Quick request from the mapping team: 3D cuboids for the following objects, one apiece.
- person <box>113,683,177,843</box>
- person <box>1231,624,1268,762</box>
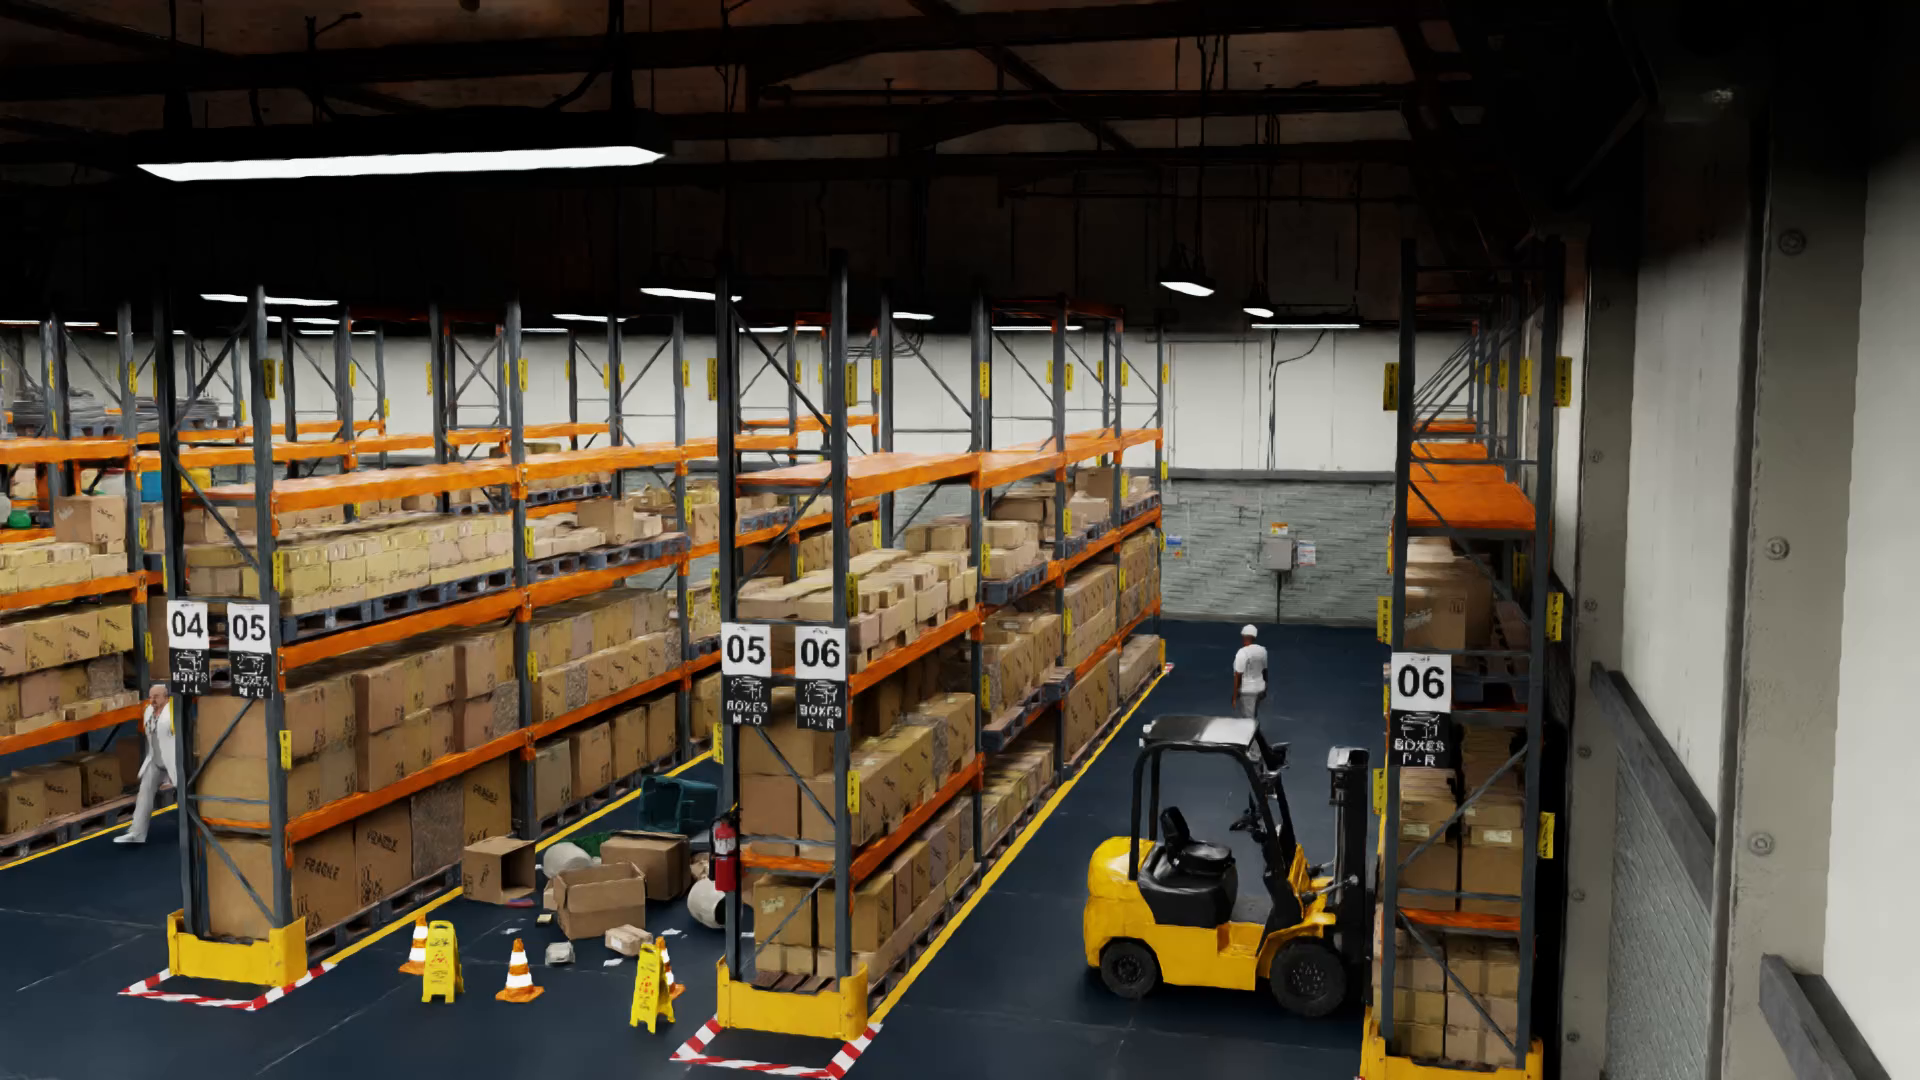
[{"bbox_3d":[-8.648,2.392,18.089,0.588,1.700,1.193,1,6,13],"label":"person"},{"bbox_3d":[3.765,1.973,21.776,0.591,1.763,0.685,5,8,40],"label":"person"}]
